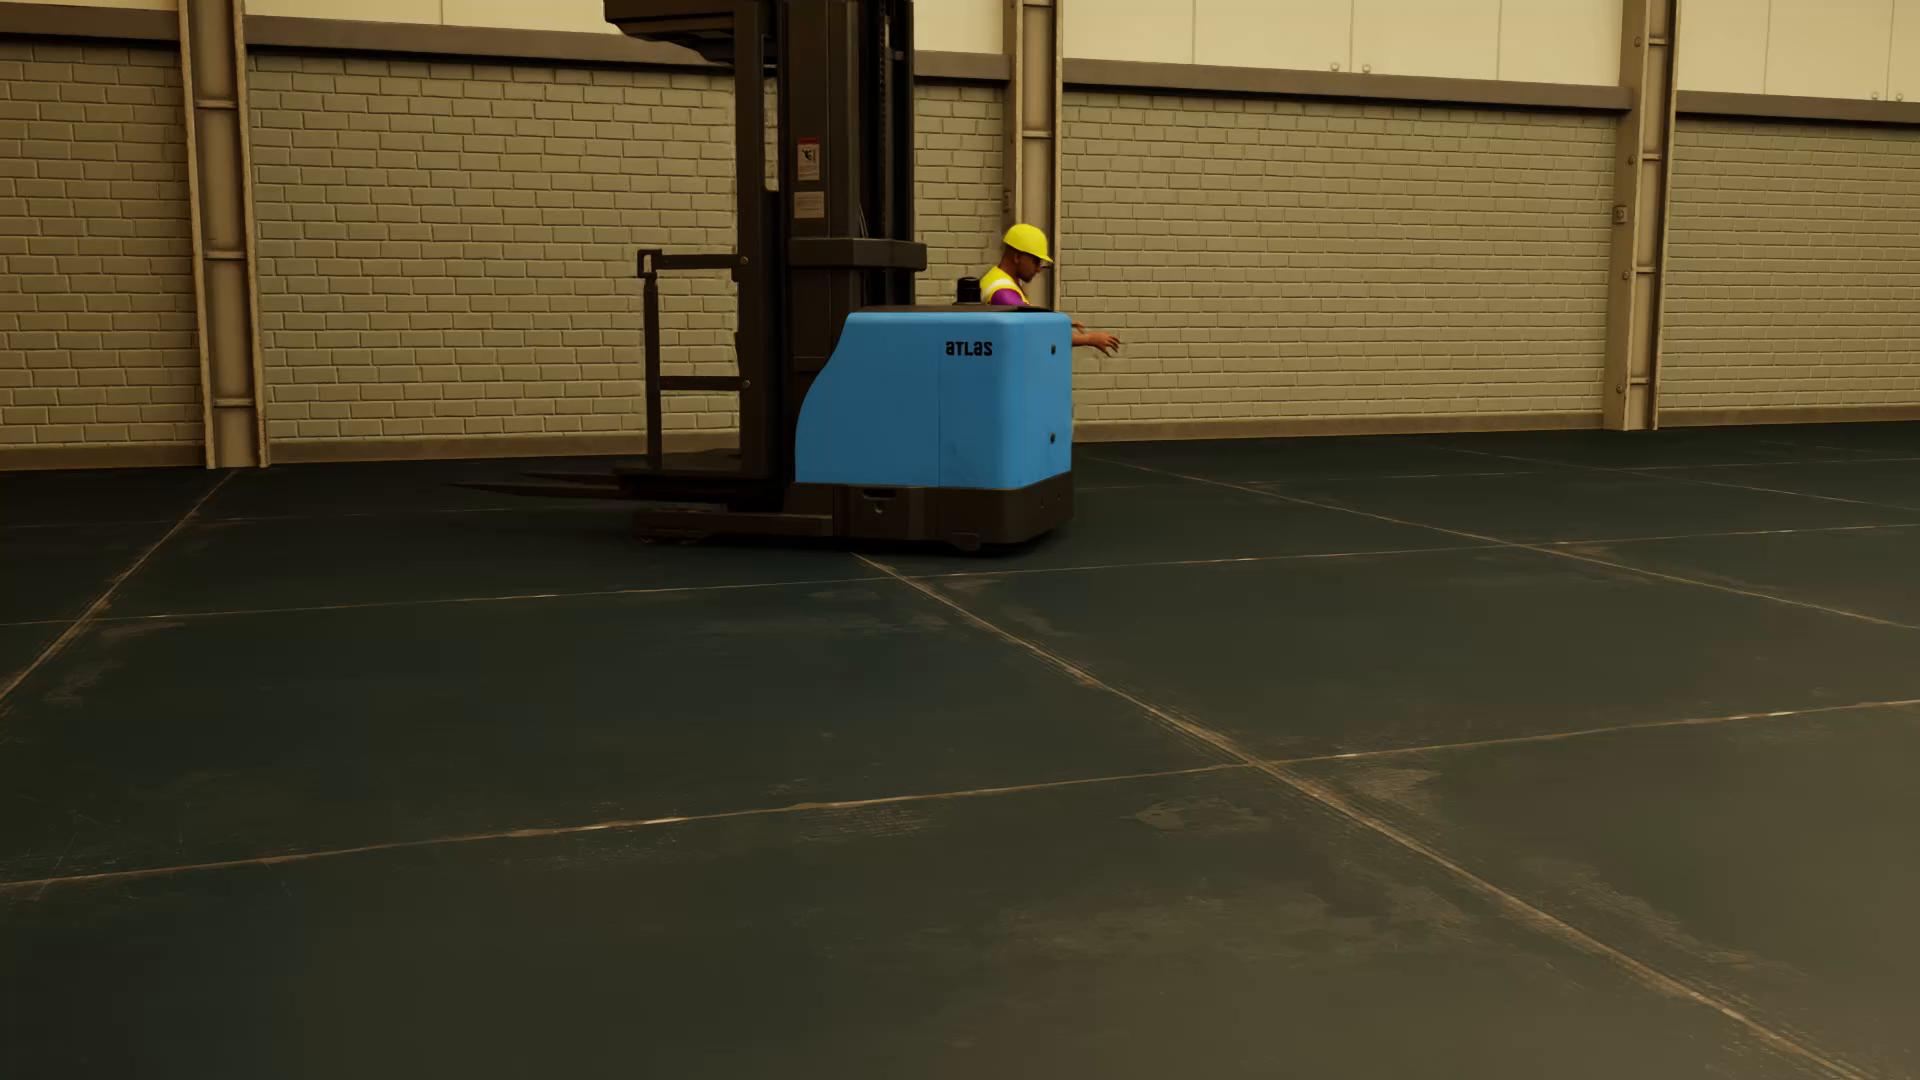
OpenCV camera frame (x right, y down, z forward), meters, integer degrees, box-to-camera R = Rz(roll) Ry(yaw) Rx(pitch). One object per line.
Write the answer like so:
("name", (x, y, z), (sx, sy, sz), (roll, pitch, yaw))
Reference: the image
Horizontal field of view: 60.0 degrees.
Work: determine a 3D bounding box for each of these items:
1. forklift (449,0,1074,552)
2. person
("forklift", (-1.020, -1.491, 8.010), (3.031, 2.935, 1.130), (3, 8, 18))
("person", (0.465, -0.913, 9.015), (0.796, 1.569, 0.971), (0, 8, 3))
